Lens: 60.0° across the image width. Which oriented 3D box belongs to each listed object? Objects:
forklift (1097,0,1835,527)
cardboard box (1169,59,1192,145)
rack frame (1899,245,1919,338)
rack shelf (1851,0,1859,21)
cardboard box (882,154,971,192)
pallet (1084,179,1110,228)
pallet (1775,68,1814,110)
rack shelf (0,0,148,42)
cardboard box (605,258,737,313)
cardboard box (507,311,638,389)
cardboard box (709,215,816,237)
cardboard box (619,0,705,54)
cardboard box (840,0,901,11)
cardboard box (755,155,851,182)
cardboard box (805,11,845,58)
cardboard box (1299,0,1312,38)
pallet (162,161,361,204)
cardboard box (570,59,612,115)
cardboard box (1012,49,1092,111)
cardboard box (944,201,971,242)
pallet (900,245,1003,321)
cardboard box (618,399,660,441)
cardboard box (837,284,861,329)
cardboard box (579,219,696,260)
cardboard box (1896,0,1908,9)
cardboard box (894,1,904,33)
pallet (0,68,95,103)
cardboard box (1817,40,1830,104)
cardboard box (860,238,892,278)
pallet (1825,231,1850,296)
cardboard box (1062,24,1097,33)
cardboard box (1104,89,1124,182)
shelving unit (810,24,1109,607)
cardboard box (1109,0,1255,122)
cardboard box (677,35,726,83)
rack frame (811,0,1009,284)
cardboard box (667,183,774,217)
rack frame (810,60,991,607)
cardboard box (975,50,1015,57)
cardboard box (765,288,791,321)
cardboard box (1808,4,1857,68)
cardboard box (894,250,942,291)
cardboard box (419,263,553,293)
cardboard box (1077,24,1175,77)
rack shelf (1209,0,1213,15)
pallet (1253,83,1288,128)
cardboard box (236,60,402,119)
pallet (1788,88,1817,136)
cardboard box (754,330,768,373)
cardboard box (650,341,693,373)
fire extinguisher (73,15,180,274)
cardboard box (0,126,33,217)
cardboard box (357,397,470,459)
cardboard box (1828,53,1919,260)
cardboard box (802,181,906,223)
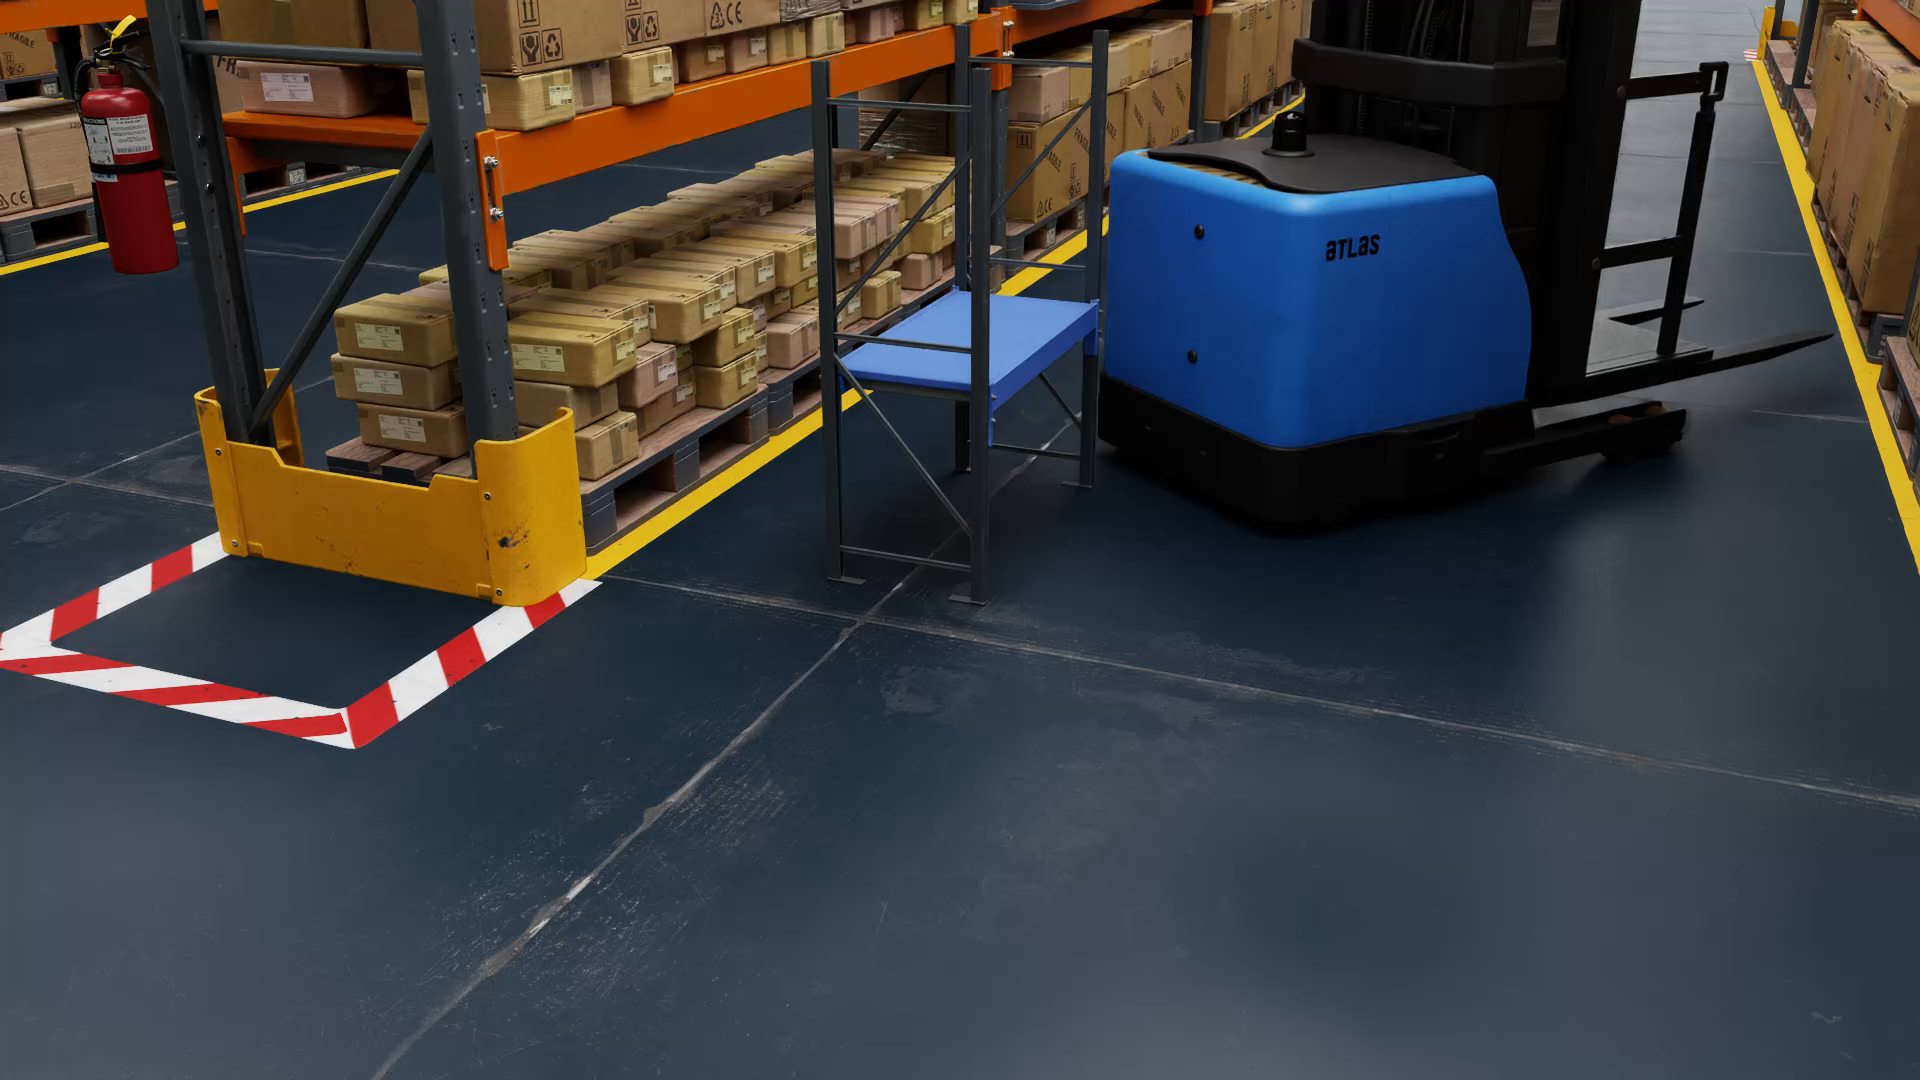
[{"bbox_3d":[2.025,-1.794,5.741,3.031,2.935,1.130,-13,26,-28],"label":"forklift"},{"bbox_3d":[1.228,-2.931,11.072,0.500,0.500,0.500,9,24,20],"label":"cardboard box"},{"bbox_3d":[4.311,-1.985,6.112,1.000,3.000,0.127,9,24,20],"label":"rack frame"},{"bbox_3d":[6.540,-3.801,11.390,1.077,0.370,4.000,9,24,20],"label":"rack shelf"},{"bbox_3d":[-0.147,-1.720,7.858,0.380,0.149,0.250,9,24,22],"label":"cardboard box"},{"bbox_3d":[0.483,-2.162,10.152,1.003,0.211,1.213,9,24,20],"label":"pallet"},{"bbox_3d":[7.499,-3.807,14.090,1.003,0.211,1.213,9,24,20],"label":"pallet"},{"bbox_3d":[-5.633,-2.357,7.933,1.077,0.370,4.000,9,24,20],"label":"rack shelf"},{"bbox_3d":[-1.014,-0.880,5.848,0.380,0.149,0.250,8,24,17],"label":"cardboard box"},{"bbox_3d":[-1.232,-0.592,5.158,0.380,0.149,0.250,8,24,18],"label":"cardboard box"},{"bbox_3d":[-0.757,-1.169,6.540,0.380,0.149,0.250,9,24,20],"label":"cardboard box"},{"bbox_3d":[-1.144,-1.800,5.152,0.500,0.500,0.500,9,24,20],"label":"cardboard box"},{"bbox_3d":[-0.554,-2.338,6.440,0.500,0.500,0.500,9,24,20],"label":"cardboard box"},{"bbox_3d":[-0.734,-1.701,7.812,0.380,0.149,0.250,10,25,23],"label":"cardboard box"},{"bbox_3d":[-0.659,-1.910,6.258,0.380,0.149,0.250,9,24,21],"label":"cardboard box"},{"bbox_3d":[2.568,-4.515,14.542,1.050,0.750,0.750,9,24,20],"label":"cardboard box"},{"bbox_3d":[-4.673,-2.404,10.733,1.003,0.211,1.213,9,24,20],"label":"pallet"},{"bbox_3d":[-1.261,-1.350,4.917,0.380,0.149,0.250,10,25,22],"label":"cardboard box"},{"bbox_3d":[0.459,-2.536,9.154,0.500,0.250,0.500,9,24,22],"label":"cardboard box"},{"bbox_3d":[-0.167,-1.490,7.694,0.380,0.149,0.250,8,24,18],"label":"cardboard box"},{"bbox_3d":[-0.473,-1.200,7.848,1.003,0.211,1.213,9,24,20],"label":"pallet"},{"bbox_3d":[-1.229,-0.426,5.531,0.380,0.149,0.250,9,24,20],"label":"cardboard box"},{"bbox_3d":[-0.629,-0.967,6.827,0.380,0.149,0.250,9,24,21],"label":"cardboard box"},{"bbox_3d":[-1.252,-1.138,6.464,0.380,0.149,0.250,8,24,18],"label":"cardboard box"},{"bbox_3d":[4.800,-2.781,7.886,0.500,0.500,0.500,9,24,20],"label":"cardboard box"},{"bbox_3d":[-0.454,-2.203,6.958,0.380,0.149,0.250,8,24,19],"label":"cardboard box"},{"bbox_3d":[-8.326,-3.996,14.544,1.003,0.211,1.213,9,24,20],"label":"pallet"},{"bbox_3d":[6.633,-3.313,11.962,0.700,0.500,0.500,7,24,15],"label":"cardboard box"},{"bbox_3d":[-0.511,-1.222,7.053,0.380,0.149,0.250,9,24,21],"label":"cardboard box"},{"bbox_3d":[4.979,-1.424,8.385,1.003,0.211,1.213,9,24,20],"label":"pallet"},{"bbox_3d":[0.560,-3.156,10.639,0.500,0.250,0.500,8,24,19],"label":"cardboard box"},{"bbox_3d":[0.641,-2.378,9.748,0.500,0.500,0.500,9,24,21],"label":"cardboard box"},{"bbox_3d":[0.032,-0.723,5.034,0.538,1.500,1.048,9,24,20],"label":"shelving unit"},{"bbox_3d":[1.539,-3.524,12.169,1.050,0.750,0.750,8,24,19],"label":"cardboard box"},{"bbox_3d":[-1.019,-1.645,5.622,0.380,0.149,0.250,9,24,20],"label":"cardboard box"},{"bbox_3d":[-0.256,-2.732,7.898,1.000,3.000,0.127,9,24,20],"label":"rack frame"},{"bbox_3d":[-1.028,-1.427,7.157,0.380,0.149,0.250,9,24,21],"label":"cardboard box"},{"bbox_3d":[-0.157,-0.541,4.599,0.500,1.500,0.032,9,24,20],"label":"rack frame"},{"bbox_3d":[-0.011,-2.603,9.315,0.500,0.250,0.500,10,25,23],"label":"cardboard box"},{"bbox_3d":[-0.878,-0.945,6.388,0.380,0.149,0.250,10,25,23],"label":"cardboard box"},{"bbox_3d":[7.832,-4.466,14.747,0.500,0.500,0.500,7,24,15],"label":"cardboard box"},{"bbox_3d":[-0.298,-1.236,7.471,0.380,0.149,0.250,8,24,18],"label":"cardboard box"},{"bbox_3d":[-1.656,-0.871,5.827,0.380,0.149,0.250,8,24,19],"label":"cardboard box"},{"bbox_3d":[1.041,-3.085,10.469,0.500,0.250,0.500,9,24,21],"label":"cardboard box"},{"bbox_3d":[1.972,-4.547,13.177,1.077,0.370,4.000,9,24,20],"label":"rack shelf"},{"bbox_3d":[2.047,-3.583,13.554,1.003,0.211,1.213,9,24,20],"label":"pallet"},{"bbox_3d":[-1.884,-1.342,4.896,0.380,0.149,0.250,9,24,20],"label":"cardboard box"},{"bbox_3d":[6.995,-3.283,12.835,1.003,0.211,1.213,9,24,20],"label":"pallet"},{"bbox_3d":[-0.940,-0.696,6.179,0.380,0.149,0.250,9,24,20],"label":"cardboard box"},{"bbox_3d":[-1.146,-0.657,5.699,0.380,0.149,0.250,9,24,21],"label":"cardboard box"},{"bbox_3d":[-2.264,-1.068,4.500,0.296,0.674,0.183,9,24,20],"label":"fire extinguisher"},{"bbox_3d":[-5.555,-1.886,8.653,0.875,0.438,0.875,8,24,18],"label":"cardboard box"},{"bbox_3d":[-1.740,-0.397,5.462,0.380,0.149,0.250,9,24,21],"label":"cardboard box"},{"bbox_3d":[4.861,-1.751,7.761,1.225,0.875,0.875,8,24,18],"label":"cardboard box"},{"bbox_3d":[-0.460,-1.451,7.214,0.380,0.149,0.250,10,25,22],"label":"cardboard box"}]
